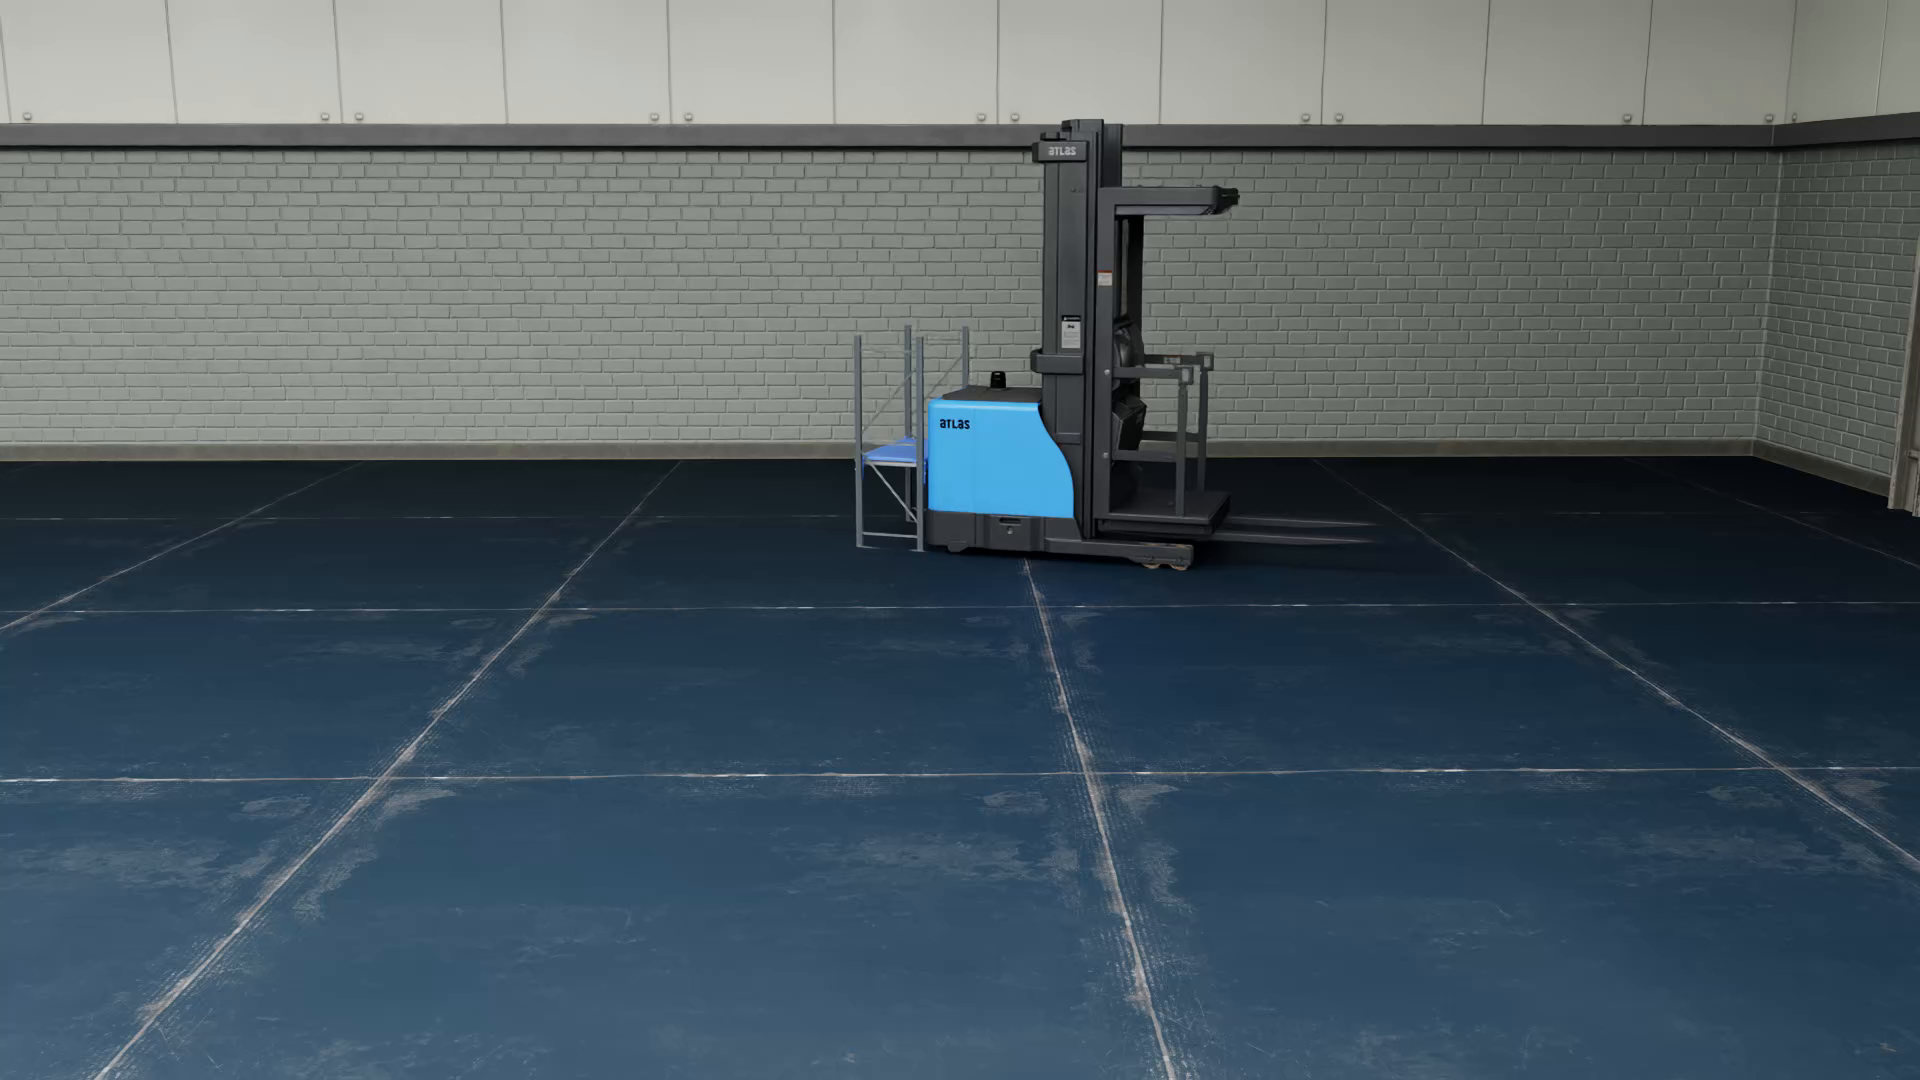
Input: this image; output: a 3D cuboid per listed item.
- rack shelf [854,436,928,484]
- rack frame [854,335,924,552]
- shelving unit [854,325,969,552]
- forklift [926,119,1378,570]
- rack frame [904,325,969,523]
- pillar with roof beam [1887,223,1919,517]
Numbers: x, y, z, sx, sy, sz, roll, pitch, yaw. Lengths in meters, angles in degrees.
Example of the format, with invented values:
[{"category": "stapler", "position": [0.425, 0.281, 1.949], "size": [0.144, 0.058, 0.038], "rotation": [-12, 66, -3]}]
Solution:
[{"category": "rack shelf", "position": [-0.334, -0.589, 12.094], "size": [0.538, 0.185, 1.000], "rotation": [4, 12, 18]}, {"category": "rack frame", "position": [-0.493, -0.669, 11.585], "size": [0.500, 1.500, 0.032], "rotation": [4, 12, 18]}, {"category": "shelving unit", "position": [-0.334, -0.765, 12.058], "size": [0.538, 1.500, 1.048], "rotation": [4, 12, 18]}, {"category": "forklift", "position": [1.341, -1.353, 11.354], "size": [3.031, 2.935, 1.130], "rotation": [3, 12, 16]}, {"category": "rack frame", "position": [-0.175, -0.861, 12.531], "size": [0.500, 1.500, 0.032], "rotation": [4, 12, 18]}, {"category": "pillar with roof beam", "position": [3.294, -4.615, 12.172], "size": [9.100, 9.000, 0.400], "rotation": [0, 11, -1]}]
